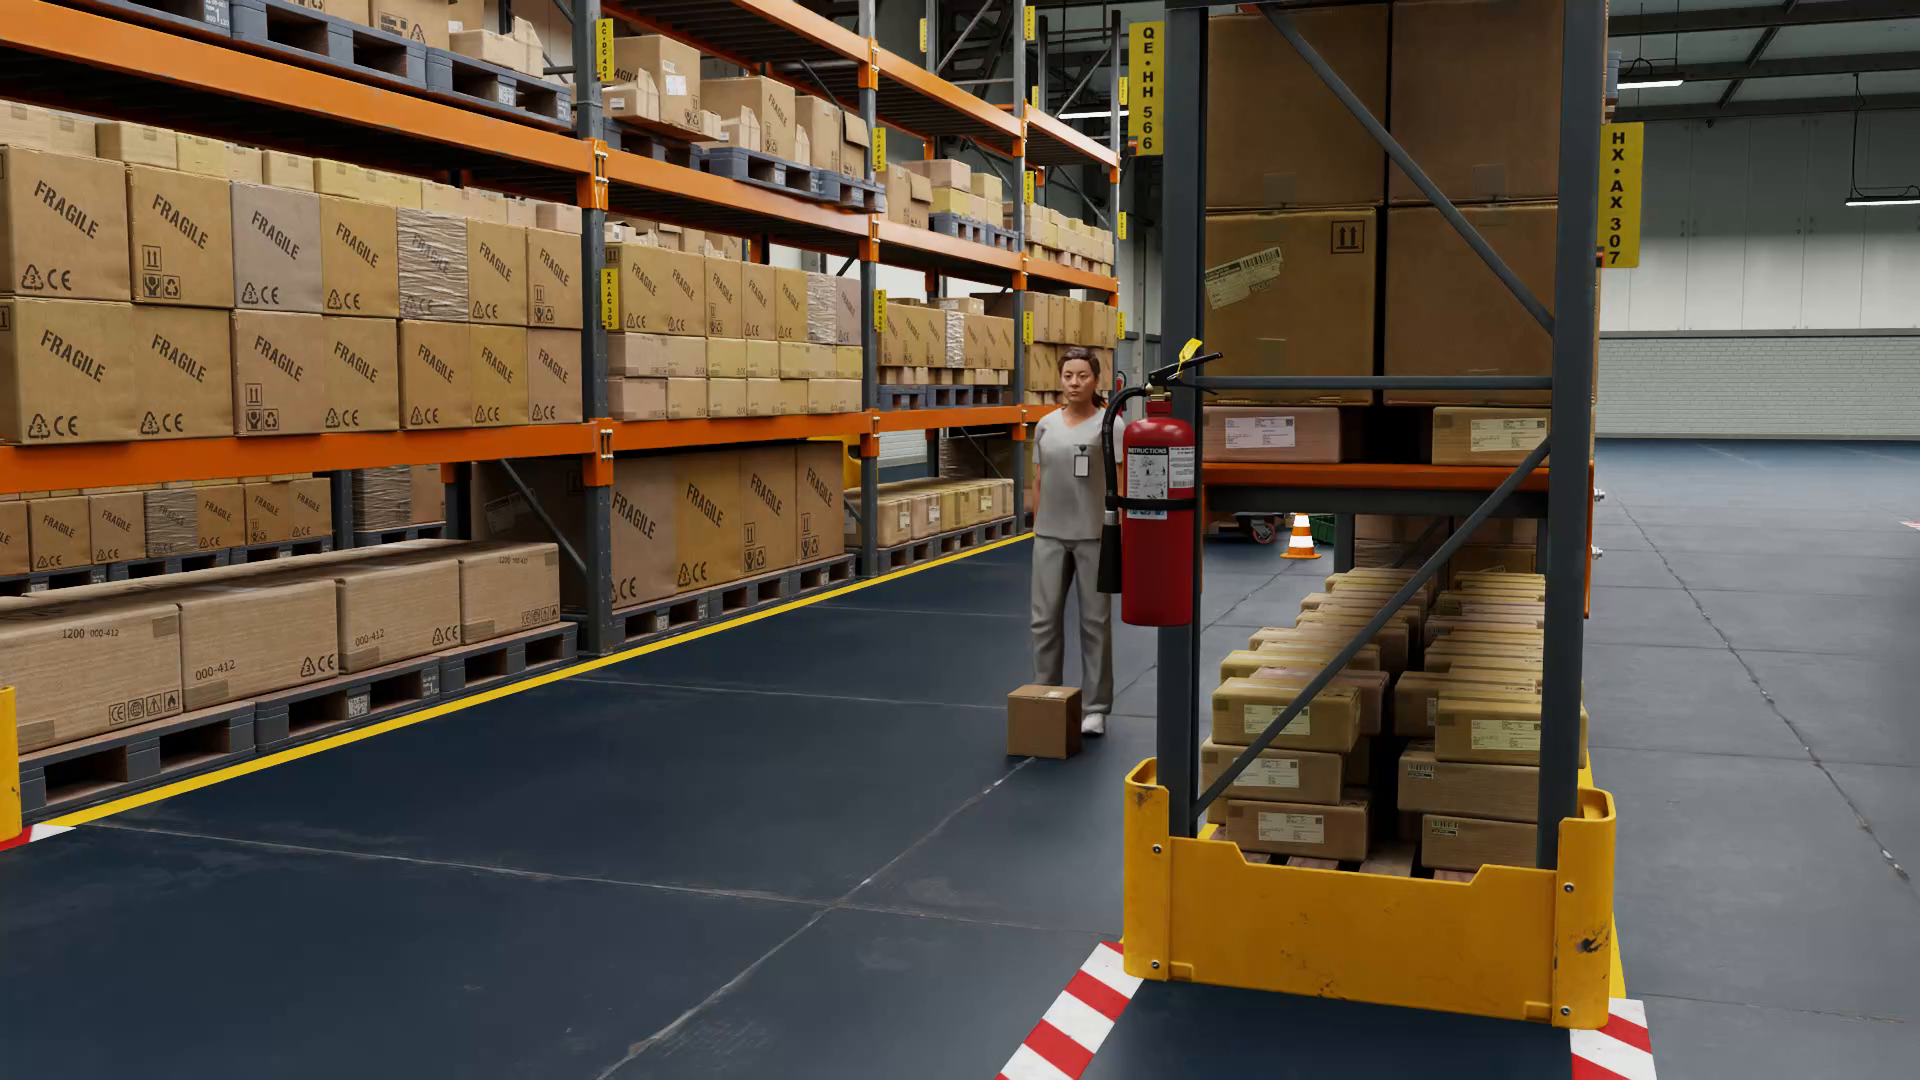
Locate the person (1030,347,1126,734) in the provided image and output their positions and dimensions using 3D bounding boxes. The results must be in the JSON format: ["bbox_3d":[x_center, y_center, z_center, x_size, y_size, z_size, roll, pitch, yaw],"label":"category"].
[{"bbox_3d":[0.507,0.002,7.216,0.441,1.669,0.403,2,6,20],"label":"person"}]
